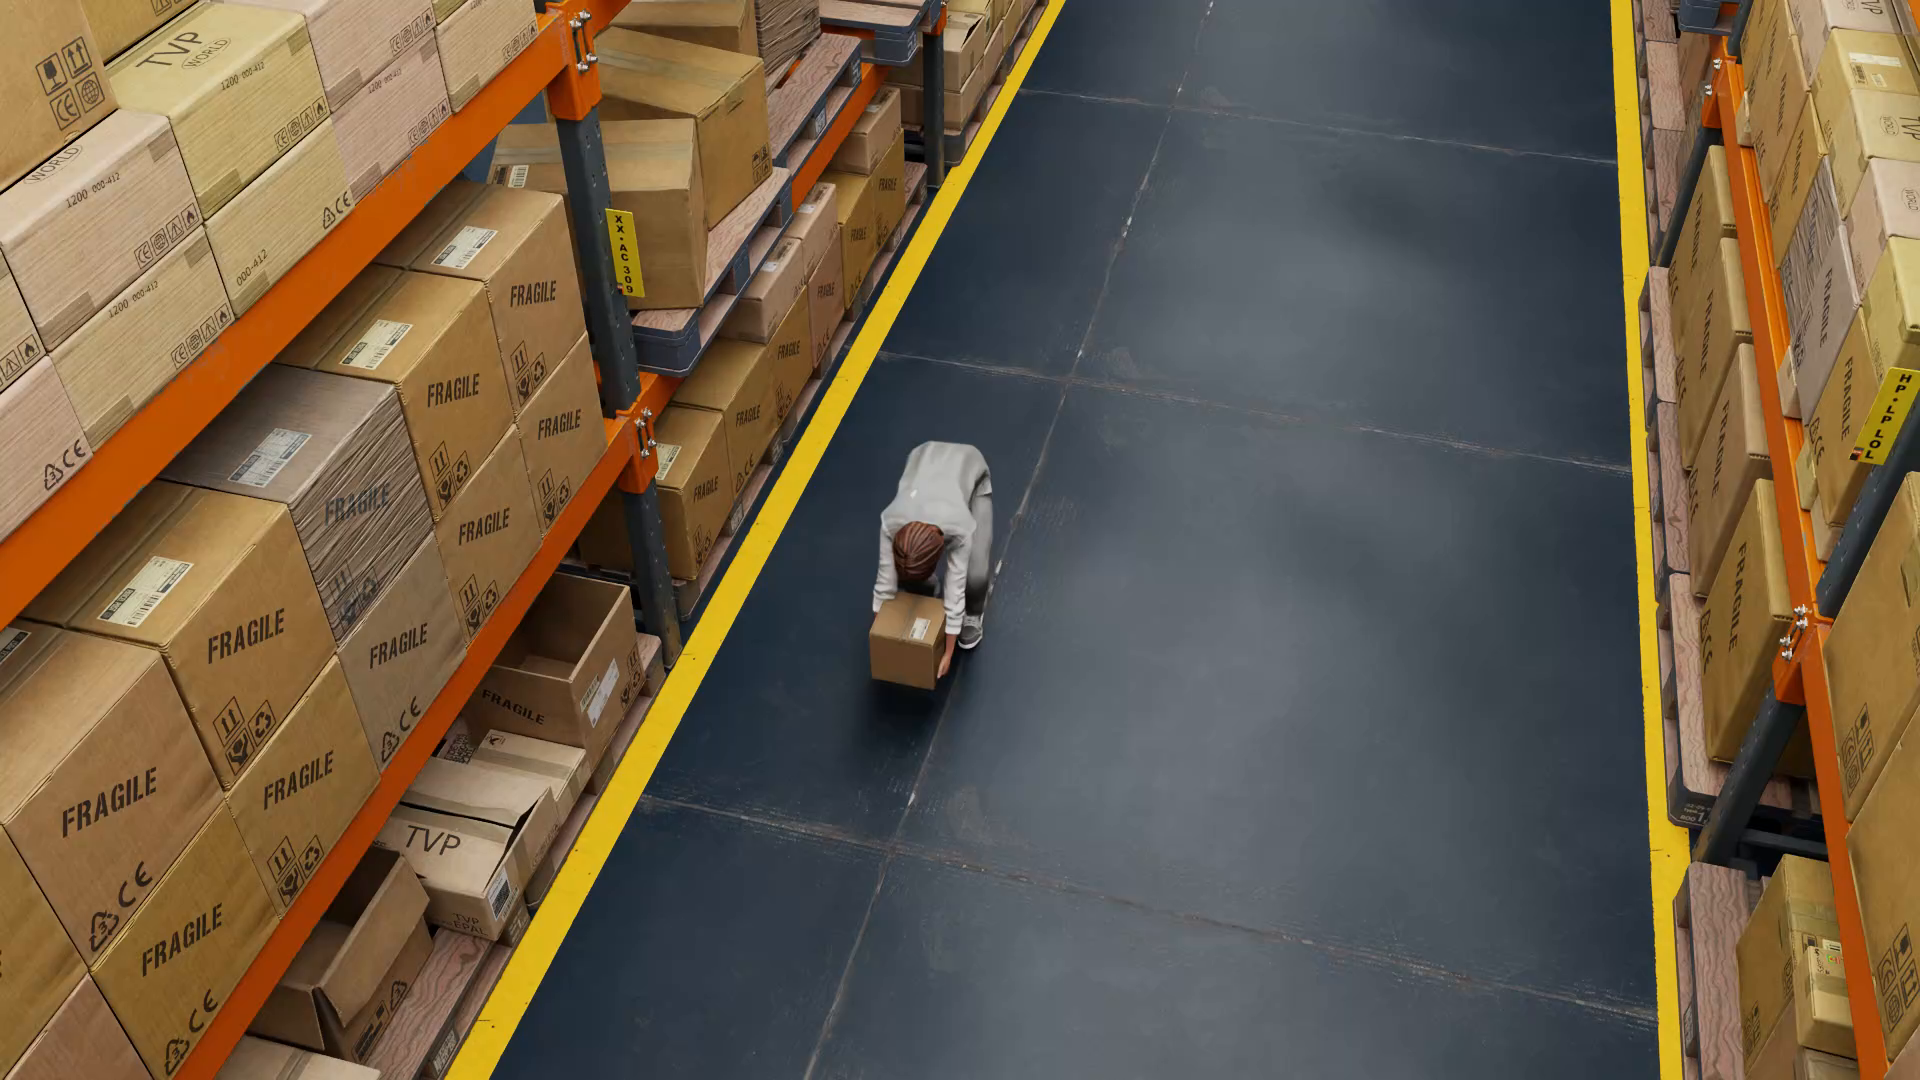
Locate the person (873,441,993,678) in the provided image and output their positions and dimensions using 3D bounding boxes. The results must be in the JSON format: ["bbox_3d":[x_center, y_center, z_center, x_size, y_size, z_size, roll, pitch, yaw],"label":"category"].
[{"bbox_3d":[-0.099,0.105,6.549,0.427,0.932,0.863,8,42,9],"label":"person"}]
